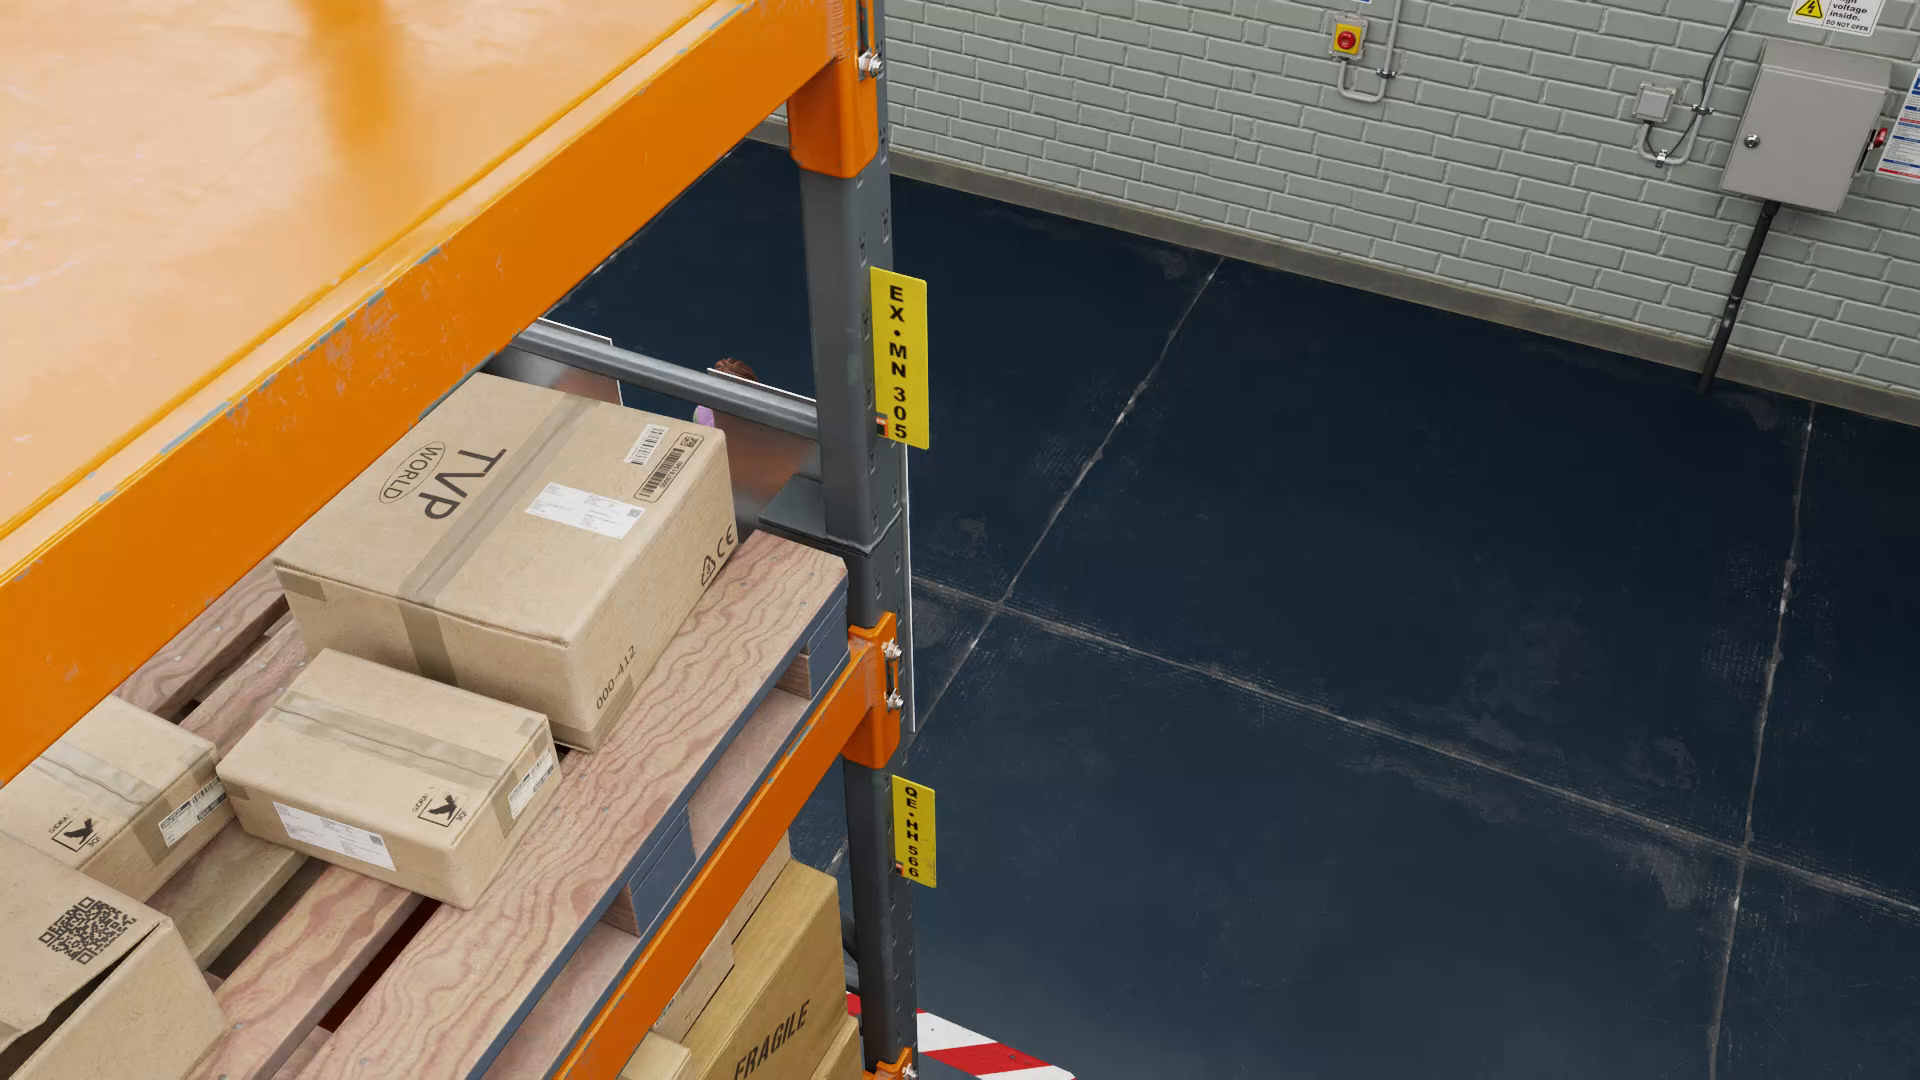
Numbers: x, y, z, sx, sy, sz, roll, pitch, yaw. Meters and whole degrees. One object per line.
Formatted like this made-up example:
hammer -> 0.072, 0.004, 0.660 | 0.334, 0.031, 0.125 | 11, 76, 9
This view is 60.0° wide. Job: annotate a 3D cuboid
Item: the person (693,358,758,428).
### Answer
person -> -0.790, -0.042, 6.214 | 0.480, 1.593, 0.368 | 16, 45, 17
